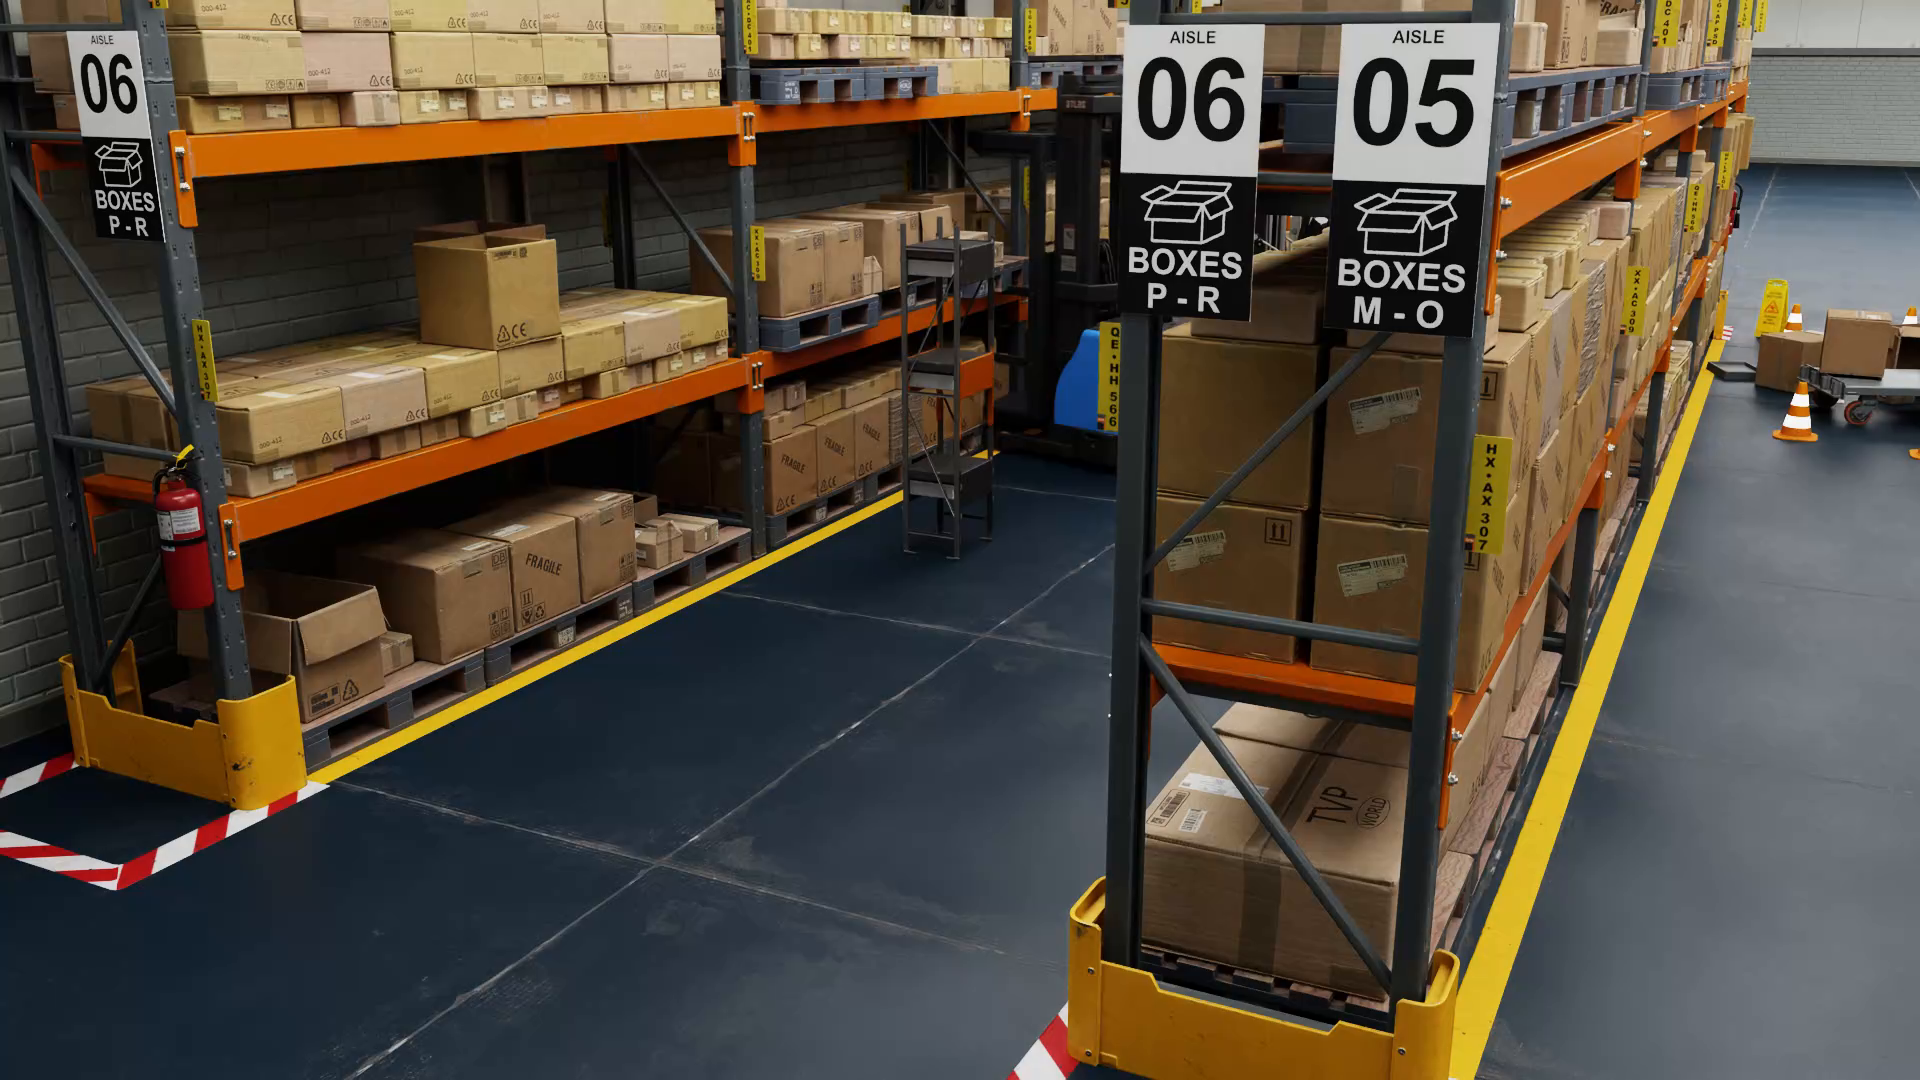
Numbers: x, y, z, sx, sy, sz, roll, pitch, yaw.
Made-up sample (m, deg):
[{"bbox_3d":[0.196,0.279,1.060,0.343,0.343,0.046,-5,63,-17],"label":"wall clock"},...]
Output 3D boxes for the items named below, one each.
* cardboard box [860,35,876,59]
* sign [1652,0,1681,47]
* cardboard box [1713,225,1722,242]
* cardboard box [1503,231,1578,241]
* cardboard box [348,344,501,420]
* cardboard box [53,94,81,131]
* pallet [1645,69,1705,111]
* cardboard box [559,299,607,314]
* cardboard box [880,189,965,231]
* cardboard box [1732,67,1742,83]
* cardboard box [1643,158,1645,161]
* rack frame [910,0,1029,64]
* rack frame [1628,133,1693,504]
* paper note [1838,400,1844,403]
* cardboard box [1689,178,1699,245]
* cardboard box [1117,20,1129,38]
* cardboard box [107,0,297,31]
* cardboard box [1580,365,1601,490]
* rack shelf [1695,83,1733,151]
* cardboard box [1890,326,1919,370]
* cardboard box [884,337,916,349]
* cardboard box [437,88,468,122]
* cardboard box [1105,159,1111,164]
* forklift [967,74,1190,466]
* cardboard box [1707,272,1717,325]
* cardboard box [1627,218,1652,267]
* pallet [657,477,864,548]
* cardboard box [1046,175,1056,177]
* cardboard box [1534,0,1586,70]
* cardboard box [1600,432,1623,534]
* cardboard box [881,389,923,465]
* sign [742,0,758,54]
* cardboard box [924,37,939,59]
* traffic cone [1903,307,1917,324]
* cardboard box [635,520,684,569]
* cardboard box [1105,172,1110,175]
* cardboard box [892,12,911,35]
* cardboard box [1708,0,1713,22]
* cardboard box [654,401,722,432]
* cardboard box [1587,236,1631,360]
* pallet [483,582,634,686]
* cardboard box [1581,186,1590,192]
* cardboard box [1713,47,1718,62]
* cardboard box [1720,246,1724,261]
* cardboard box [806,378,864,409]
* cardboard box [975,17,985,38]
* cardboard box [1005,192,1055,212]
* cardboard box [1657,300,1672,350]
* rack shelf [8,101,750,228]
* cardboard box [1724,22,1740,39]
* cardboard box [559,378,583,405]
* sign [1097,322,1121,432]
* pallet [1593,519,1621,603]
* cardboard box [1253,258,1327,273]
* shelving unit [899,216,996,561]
[{"bbox_3d":[-0.774,-3.242,10.932,0.380,0.149,0.250,8,18,25],"label":"cardboard box"},{"bbox_3d":[3.222,-2.412,7.563,0.100,0.325,0.005,8,18,25],"label":"sign"},{"bbox_3d":[7.307,-3.040,16.434,0.380,0.149,0.250,8,18,26],"label":"cardboard box"},{"bbox_3d":[2.147,-1.096,6.375,0.380,0.149,0.250,8,18,25],"label":"cardboard box"},{"bbox_3d":[-2.613,-0.781,8.125,0.500,0.250,0.500,8,18,24],"label":"cardboard box"},{"bbox_3d":[-3.569,-1.799,6.986,0.380,0.149,0.250,9,19,27],"label":"cardboard box"},{"bbox_3d":[3.775,-2.669,9.806,1.003,0.211,1.213,9,19,28],"label":"pallet"},{"bbox_3d":[-2.398,-1.240,9.671,0.500,0.250,0.500,8,18,25],"label":"cardboard box"},{"bbox_3d":[-0.300,-2.546,13.416,0.500,0.500,0.500,9,19,28],"label":"cardboard box"},{"bbox_3d":[7.312,-4.480,16.011,0.380,0.149,0.250,8,18,24],"label":"cardboard box"},{"bbox_3d":[7.627,-3.921,18.258,0.500,0.500,0.500,8,18,25],"label":"cardboard box"},{"bbox_3d":[0.070,-5.284,13.010,1.000,3.000,0.127,8,18,25],"label":"rack frame"},{"bbox_3d":[4.512,-1.778,11.742,1.000,3.000,0.127,8,18,25],"label":"rack frame"},{"bbox_3d":[8.062,-1.291,15.318,0.148,0.019,0.142,8,18,25],"label":"paper note"},{"bbox_3d":[5.378,-2.525,12.820,0.500,0.500,0.500,8,19,26],"label":"cardboard box"},{"bbox_3d":[1.409,-4.661,15.423,0.500,0.311,0.500,7,18,24],"label":"cardboard box"},{"bbox_3d":[-3.082,-2.200,6.758,0.500,0.250,0.500,8,18,25],"label":"cardboard box"},{"bbox_3d":[2.521,-0.524,7.346,0.500,0.500,0.500,8,18,24],"label":"cardboard box"},{"bbox_3d":[5.406,-3.380,13.132,1.077,0.370,4.000,8,18,25],"label":"rack shelf"},{"bbox_3d":[9.156,-1.675,15.542,0.797,0.637,0.503,8,18,25],"label":"cardboard box"},{"bbox_3d":[-0.585,-1.565,13.538,0.380,0.149,0.250,9,19,27],"label":"cardboard box"},{"bbox_3d":[-2.562,-2.062,7.871,0.380,0.149,0.250,8,18,25],"label":"cardboard box"},{"bbox_3d":[1.729,-4.048,17.549,0.380,0.149,0.250,8,18,26],"label":"cardboard box"},{"bbox_3d":[0.742,-2.215,13.333,3.031,2.935,1.130,14,22,40],"label":"forklift"},{"bbox_3d":[7.266,-2.425,16.695,0.500,0.500,0.500,9,19,28],"label":"cardboard box"},{"bbox_3d":[3.178,-1.362,8.409,0.500,0.500,0.500,8,18,26],"label":"cardboard box"},{"bbox_3d":[-1.388,-0.265,11.545,1.003,0.211,1.213,8,18,25],"label":"pallet"},{"bbox_3d":[0.891,-3.406,15.908,0.380,0.149,0.250,8,18,25],"label":"cardboard box"},{"bbox_3d":[1.972,-1.970,6.030,0.500,0.500,0.500,8,19,26],"label":"cardboard box"},{"bbox_3d":[3.727,-0.569,10.664,0.875,0.875,0.875,8,18,26],"label":"cardboard box"},{"bbox_3d":[-0.607,-0.882,12.378,0.500,0.500,0.500,7,18,23],"label":"cardboard box"},{"bbox_3d":[-1.229,-3.008,9.708,0.100,0.325,0.005,8,18,25],"label":"sign"},{"bbox_3d":[-0.375,-3.591,12.142,0.380,0.149,0.250,8,18,26],"label":"cardboard box"},{"bbox_3d":[10.193,-2.271,17.858,0.336,0.463,0.334,8,18,25],"label":"traffic cone"},{"bbox_3d":[-1.863,-0.010,9.854,0.396,0.266,0.258,9,19,27],"label":"cardboard box"},{"bbox_3d":[1.647,-3.547,16.384,0.380,0.149,0.250,8,18,25],"label":"cardboard box"},{"bbox_3d":[-0.556,-3.519,11.341,0.380,0.149,0.250,8,18,26],"label":"cardboard box"},{"bbox_3d":[4.478,-3.351,10.852,0.797,0.503,0.637,7,18,22],"label":"cardboard box"},{"bbox_3d":[-1.811,-0.834,11.077,0.380,0.149,0.250,7,18,23],"label":"cardboard box"},{"bbox_3d":[2.761,-1.131,7.632,0.500,0.500,0.500,8,18,25],"label":"cardboard box"},{"bbox_3d":[-2.569,0.434,9.193,1.003,0.211,1.213,8,18,25],"label":"pallet"},{"bbox_3d":[3.615,-1.953,10.400,0.500,0.500,0.500,9,19,27],"label":"cardboard box"},{"bbox_3d":[6.168,-4.197,14.144,0.500,0.250,0.500,8,18,24],"label":"cardboard box"},{"bbox_3d":[7.858,-3.030,17.593,0.380,0.149,0.250,9,19,27],"label":"cardboard box"},{"bbox_3d":[-0.905,-1.039,11.767,0.380,0.149,0.250,8,18,25],"label":"cardboard box"},{"bbox_3d":[-0.032,-3.929,12.758,0.380,0.149,0.250,7,18,24],"label":"cardboard box"},{"bbox_3d":[0.594,-2.879,14.135,0.380,0.149,0.250,9,19,27],"label":"cardboard box"},{"bbox_3d":[4.304,-1.412,10.773,0.500,0.250,0.500,8,19,26],"label":"cardboard box"},{"bbox_3d":[-2.611,-1.973,8.394,1.077,0.370,4.000,8,18,25],"label":"rack shelf"},{"bbox_3d":[6.732,-4.535,14.797,0.380,0.149,0.250,8,18,24],"label":"cardboard box"},{"bbox_3d":[-2.272,-0.834,9.005,0.380,0.149,0.250,8,18,26],"label":"cardboard box"},{"bbox_3d":[0.458,-0.481,4.927,0.100,0.325,0.005,8,18,25],"label":"sign"},{"bbox_3d":[3.546,0.060,10.452,1.003,0.211,1.213,8,18,25],"label":"pallet"},{"bbox_3d":[1.050,-0.839,5.511,0.380,0.149,0.250,8,18,25],"label":"cardboard box"},{"bbox_3d":[-0.074,-0.964,10.583,0.431,2.100,0.503,8,18,25],"label":"shelving unit"}]
